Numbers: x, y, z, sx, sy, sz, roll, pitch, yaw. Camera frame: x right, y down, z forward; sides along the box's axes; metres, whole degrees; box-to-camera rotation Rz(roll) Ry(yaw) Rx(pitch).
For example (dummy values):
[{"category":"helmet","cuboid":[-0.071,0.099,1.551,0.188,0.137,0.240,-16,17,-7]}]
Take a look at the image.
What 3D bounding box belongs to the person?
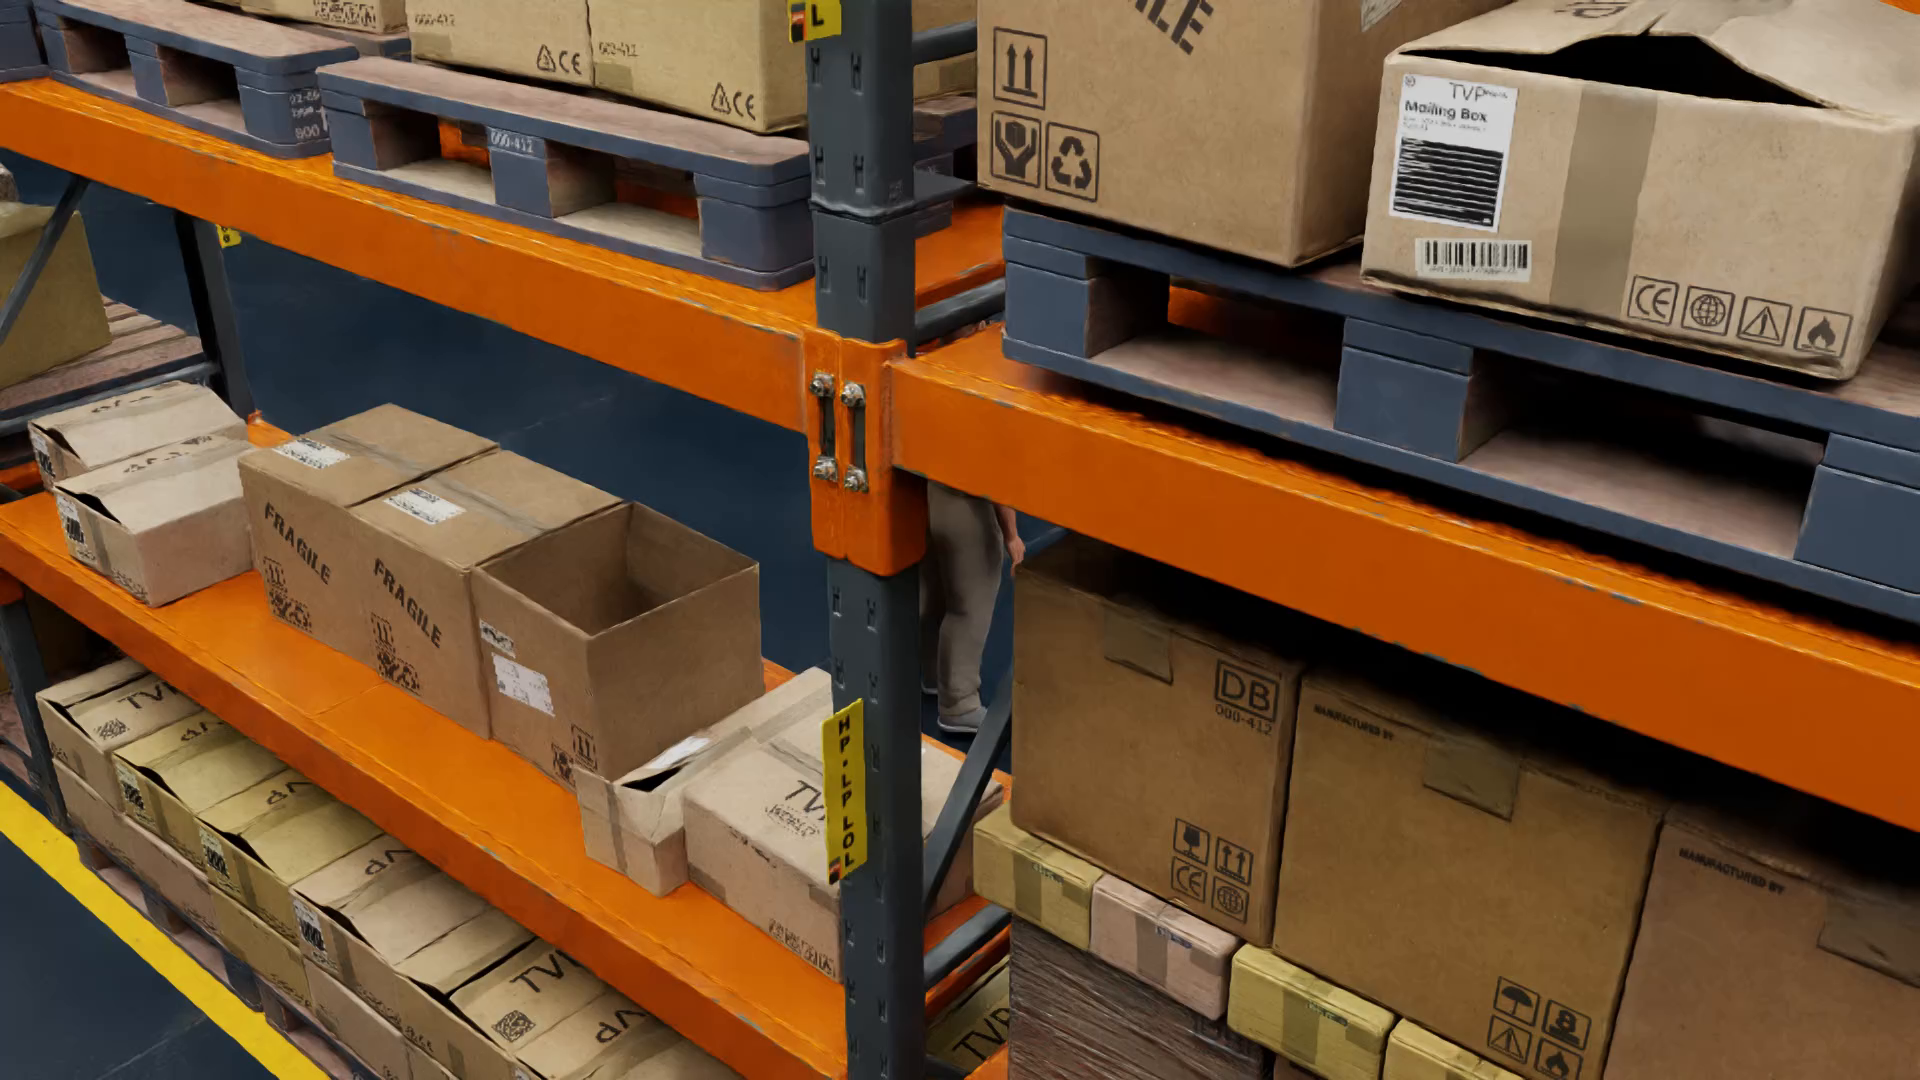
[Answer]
[{"category":"person","cuboid":[0.017,-0.117,6.319,0.439,1.733,0.651,-21,34,-35]}]
